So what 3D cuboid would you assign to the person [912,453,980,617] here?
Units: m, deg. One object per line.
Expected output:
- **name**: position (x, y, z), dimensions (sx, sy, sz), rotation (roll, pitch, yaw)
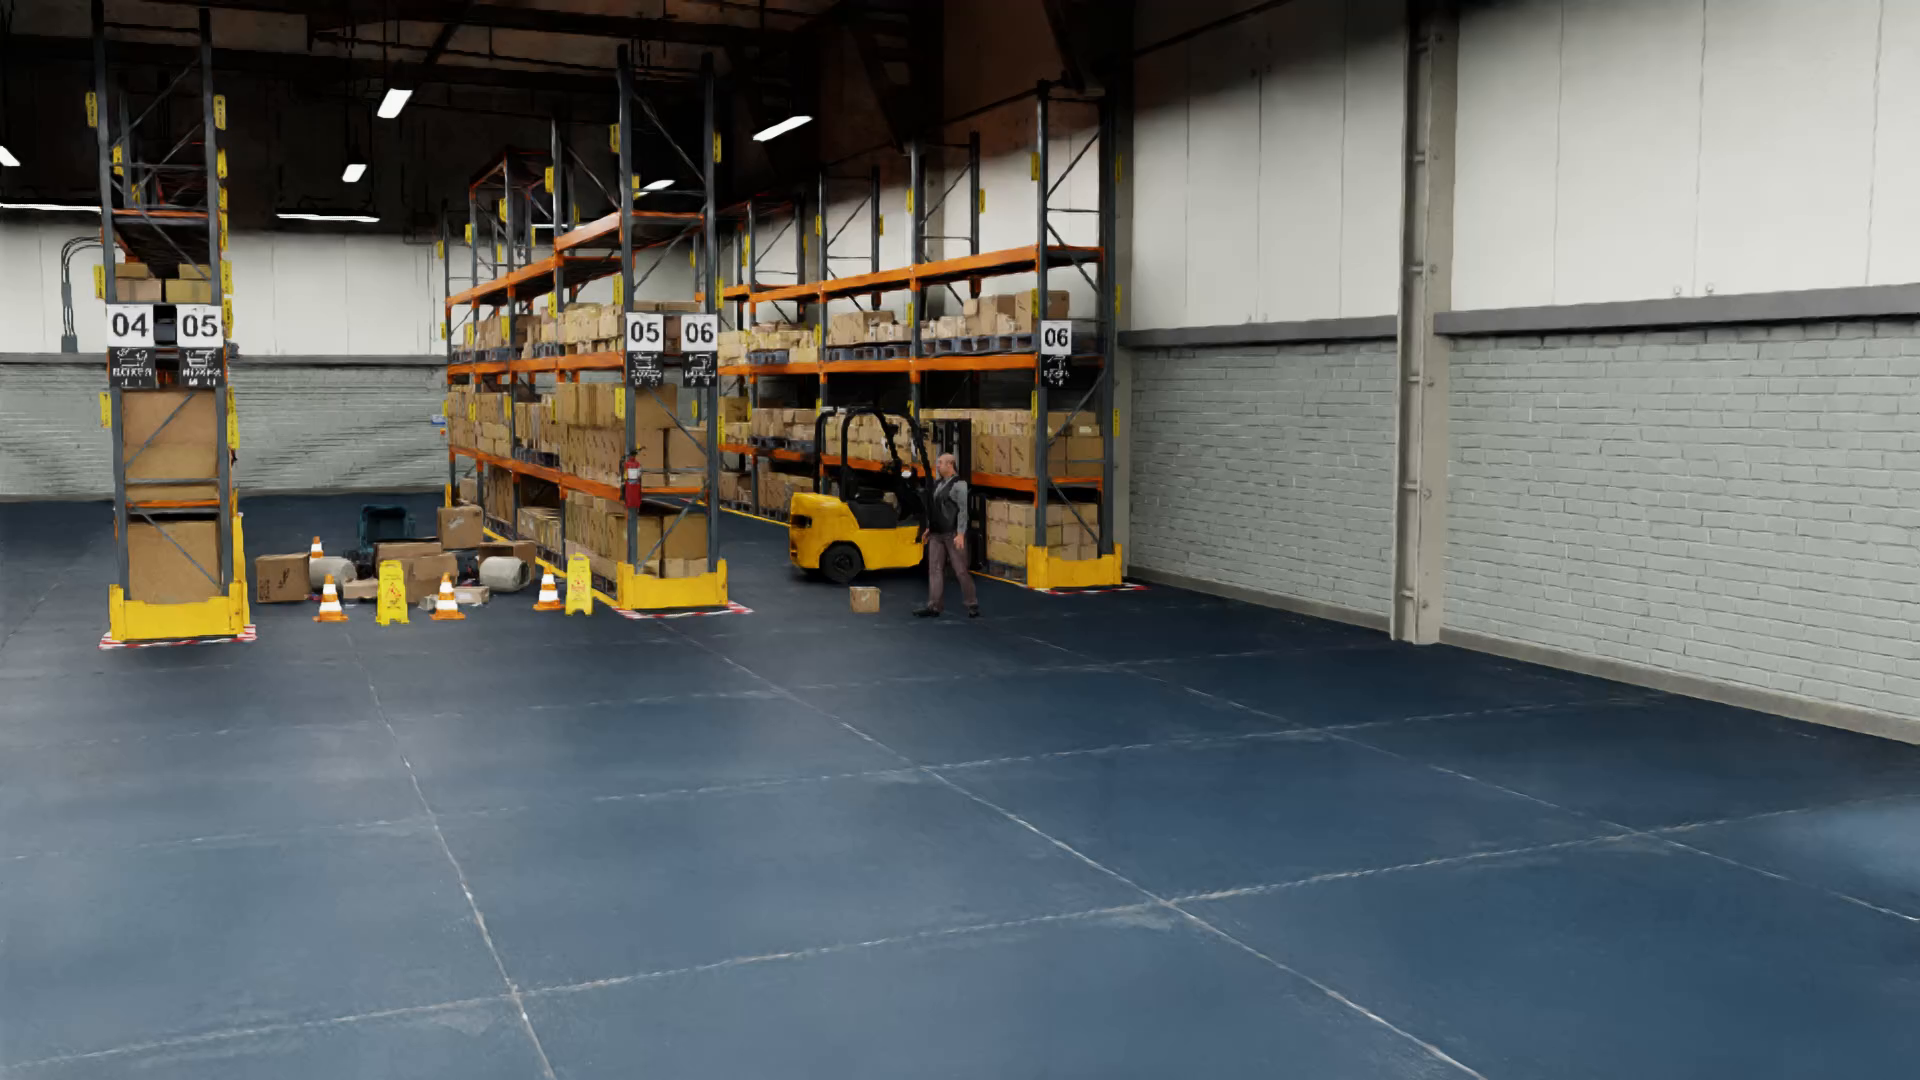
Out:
- **person**: position (-0.160, -0.050, 17.418), dimensions (0.636, 1.723, 0.740), rotation (-4, 7, -40)
